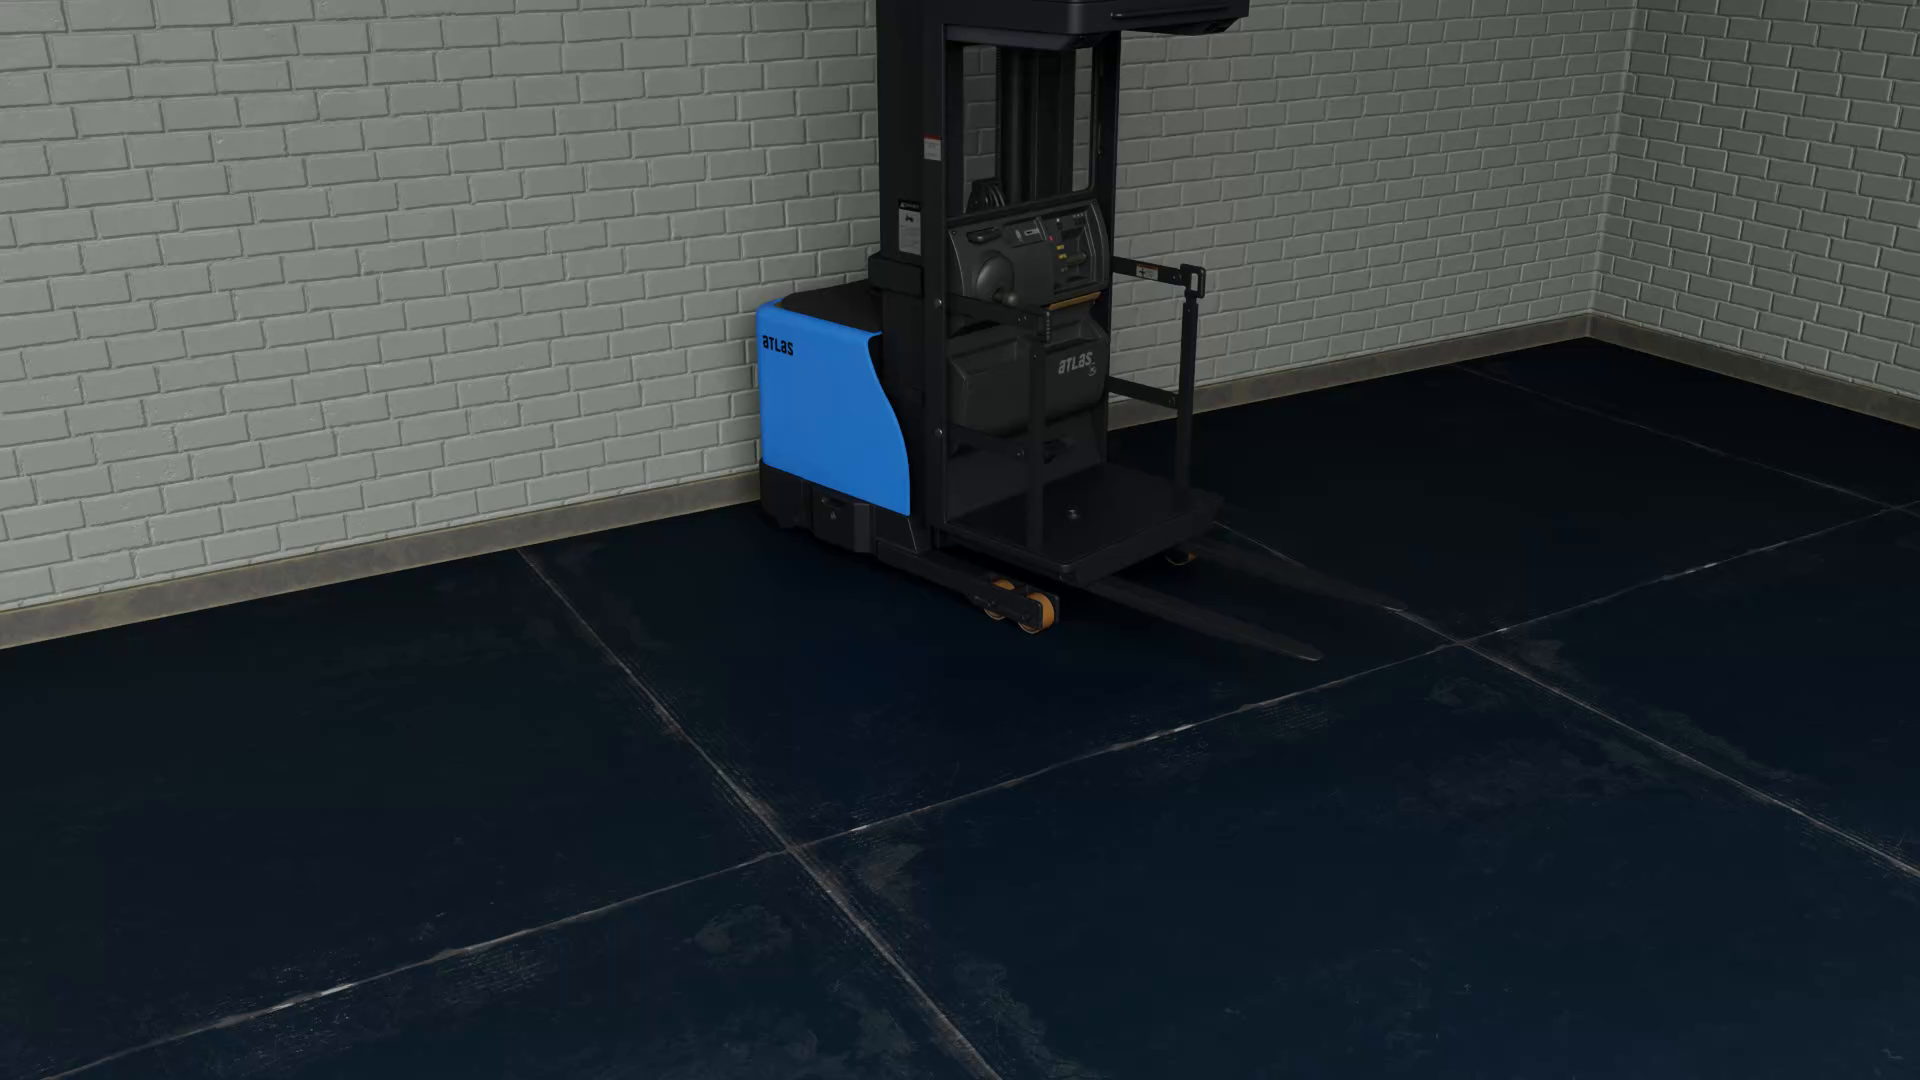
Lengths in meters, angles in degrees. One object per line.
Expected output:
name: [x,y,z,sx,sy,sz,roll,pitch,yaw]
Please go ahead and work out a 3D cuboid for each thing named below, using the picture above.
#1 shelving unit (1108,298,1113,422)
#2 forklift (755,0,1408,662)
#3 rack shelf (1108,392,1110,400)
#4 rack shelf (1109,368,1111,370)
shelving unit: [0.627,-0.906,8.448,0.258,1.200,0.189,-1,22,-2]
forklift: [0.453,-1.193,6.854,3.031,2.935,1.130,20,29,40]
rack shelf: [0.627,-0.754,8.510,0.258,0.103,0.180,-1,22,-2]
rack shelf: [0.627,-0.865,8.465,0.258,0.103,0.180,-1,22,-2]
